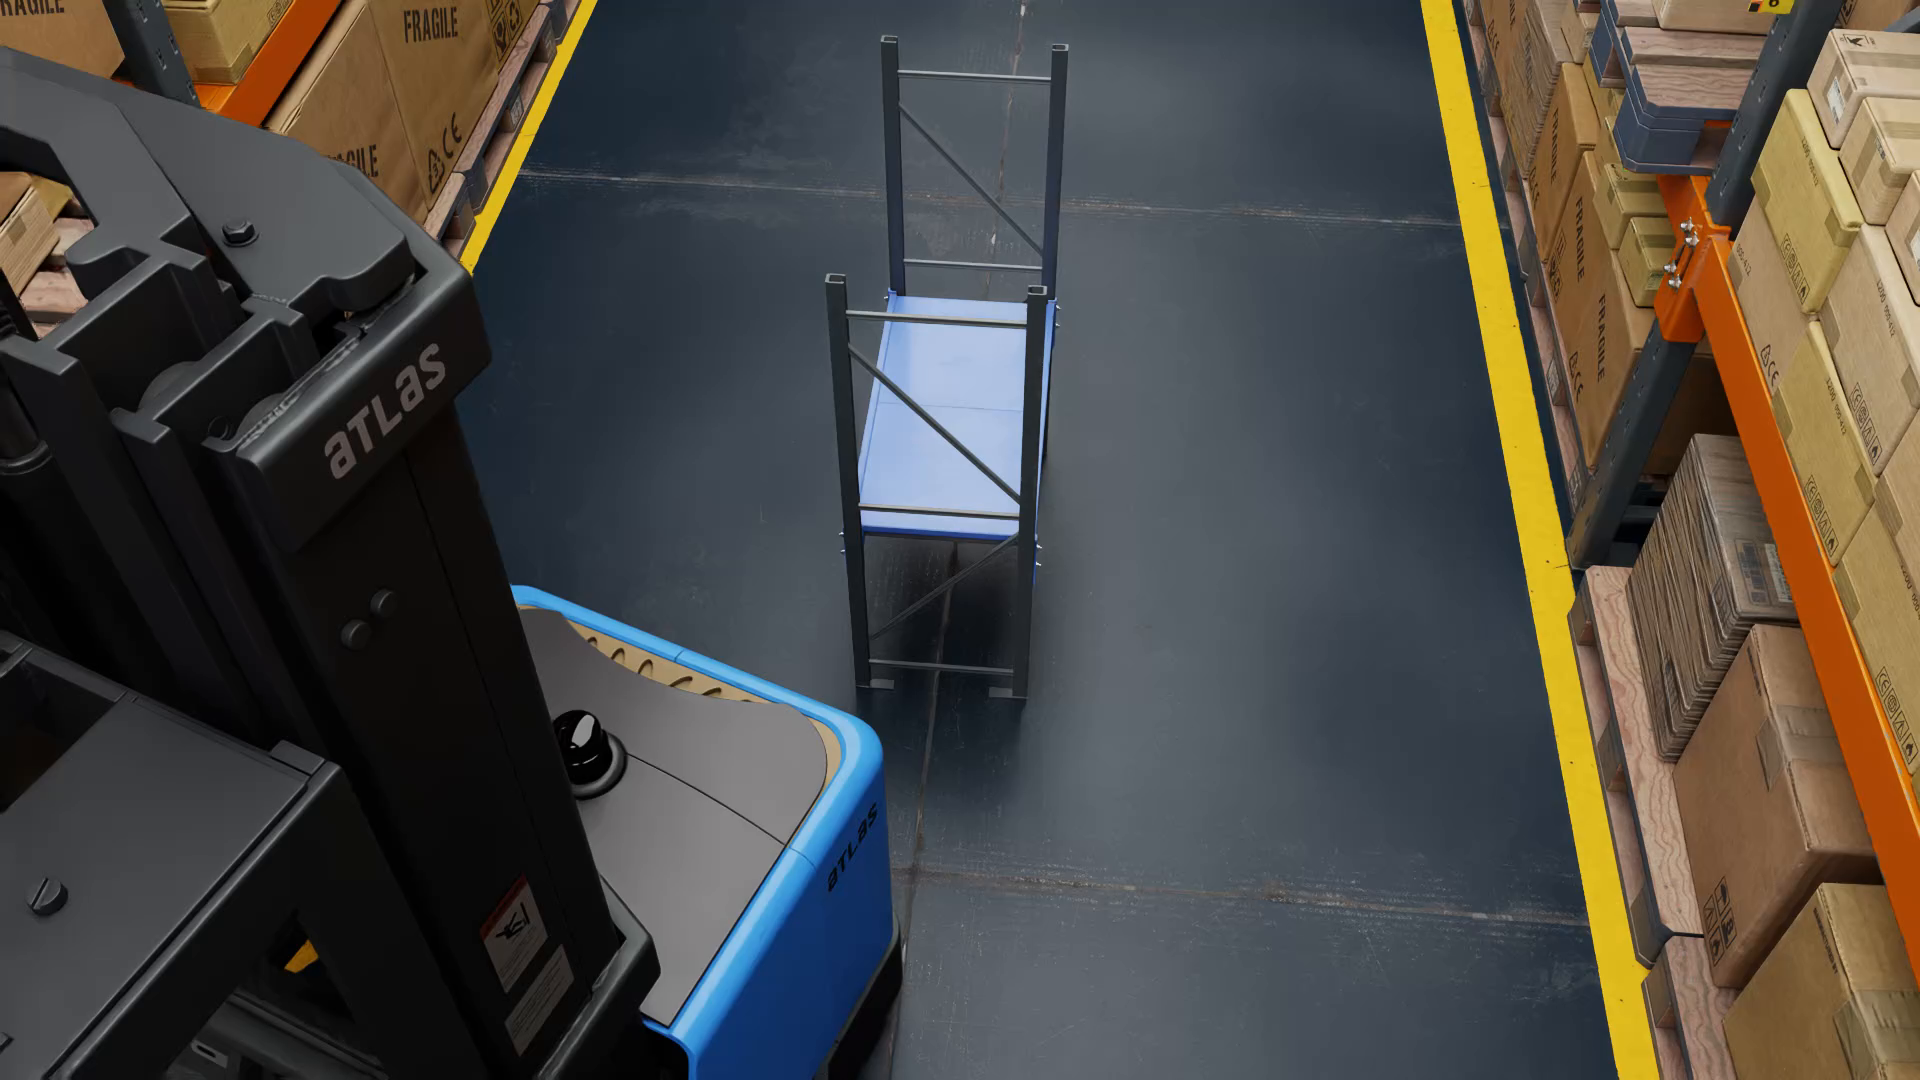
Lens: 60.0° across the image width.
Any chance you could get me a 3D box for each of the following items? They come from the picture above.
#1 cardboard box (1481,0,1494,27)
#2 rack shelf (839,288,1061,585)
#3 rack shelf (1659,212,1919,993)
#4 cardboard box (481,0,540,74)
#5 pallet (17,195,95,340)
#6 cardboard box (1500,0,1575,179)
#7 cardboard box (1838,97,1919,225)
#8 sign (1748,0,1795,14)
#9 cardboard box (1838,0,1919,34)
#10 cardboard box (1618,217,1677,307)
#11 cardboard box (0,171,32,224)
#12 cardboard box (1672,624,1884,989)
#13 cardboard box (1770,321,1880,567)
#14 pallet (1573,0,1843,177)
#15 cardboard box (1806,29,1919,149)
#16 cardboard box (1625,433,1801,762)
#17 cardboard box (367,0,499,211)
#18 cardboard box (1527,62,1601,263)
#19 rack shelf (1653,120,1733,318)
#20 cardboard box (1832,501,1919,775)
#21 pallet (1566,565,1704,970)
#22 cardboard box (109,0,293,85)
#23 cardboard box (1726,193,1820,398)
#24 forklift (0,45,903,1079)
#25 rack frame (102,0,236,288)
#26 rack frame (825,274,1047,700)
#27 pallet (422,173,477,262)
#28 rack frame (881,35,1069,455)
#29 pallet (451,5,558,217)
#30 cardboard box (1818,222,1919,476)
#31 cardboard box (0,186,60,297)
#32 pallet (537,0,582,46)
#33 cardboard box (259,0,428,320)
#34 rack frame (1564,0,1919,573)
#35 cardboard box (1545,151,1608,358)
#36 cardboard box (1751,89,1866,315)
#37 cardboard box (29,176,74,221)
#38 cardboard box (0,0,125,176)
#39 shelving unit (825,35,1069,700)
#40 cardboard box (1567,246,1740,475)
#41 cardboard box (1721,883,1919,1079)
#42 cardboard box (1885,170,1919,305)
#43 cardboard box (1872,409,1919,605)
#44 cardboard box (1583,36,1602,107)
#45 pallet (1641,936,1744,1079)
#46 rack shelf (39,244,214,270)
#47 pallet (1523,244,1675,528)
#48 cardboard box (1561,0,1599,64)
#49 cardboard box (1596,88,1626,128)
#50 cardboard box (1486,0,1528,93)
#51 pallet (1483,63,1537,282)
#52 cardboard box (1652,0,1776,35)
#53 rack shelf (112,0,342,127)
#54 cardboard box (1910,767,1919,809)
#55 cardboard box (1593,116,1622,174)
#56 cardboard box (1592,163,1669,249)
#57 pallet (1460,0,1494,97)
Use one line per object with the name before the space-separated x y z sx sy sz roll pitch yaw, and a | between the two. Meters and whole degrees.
cardboard box | 2.456 -2.430 6.850 0.500 0.500 0.500 3 48 3
rack shelf | -0.008 -0.322 4.772 0.538 0.185 1.000 4 48 4
rack shelf | 2.216 0.787 2.985 1.077 0.370 4.000 4 48 4
cardboard box | -2.232 -2.495 6.655 0.875 0.875 0.875 5 48 5
pallet | -2.504 -0.661 3.952 1.213 0.211 1.003 4 48 4
cardboard box | 2.352 -1.683 6.166 0.500 0.500 0.500 2 48 2
cardboard box | 2.053 -0.767 3.412 0.380 0.149 0.250 5 48 4
sign | 1.857 -1.319 3.693 0.100 0.325 0.005 4 48 4
cardboard box | 2.601 -1.468 4.208 0.500 0.500 0.500 6 48 5
cardboard box | 2.191 -0.822 4.939 0.380 0.149 0.250 2 48 2
cardboard box | -2.346 -0.799 3.394 0.500 0.500 0.500 3 48 3
cardboard box | 2.276 0.673 3.927 0.875 0.625 0.625 5 48 5
cardboard box | 2.064 -0.196 3.498 0.500 0.250 0.500 3 48 3
pallet | 2.390 -1.363 4.594 1.213 0.211 1.003 4 48 4
cardboard box | 2.076 -0.964 3.591 0.380 0.149 0.250 5 48 5
cardboard box | 2.328 0.192 4.366 0.875 0.625 0.625 5 48 5
cardboard box | -2.314 -1.838 6.054 0.875 0.875 0.875 4 48 4
cardboard box | 2.324 -1.300 5.816 0.500 0.500 0.500 6 48 5
rack shelf | 2.580 -2.152 5.673 1.077 0.370 4.000 4 48 4
cardboard box | 2.024 0.183 3.151 0.500 0.250 0.500 2 48 2
pallet | 2.284 0.618 4.542 1.003 0.211 1.213 4 48 4
cardboard box | -2.250 -1.548 4.735 0.500 0.250 0.500 3 48 3
cardboard box | 2.114 -0.565 3.836 0.500 0.250 0.500 4 48 4
forklift | -1.242 0.949 2.396 1.130 2.935 3.031 20 51 17
rack frame | -2.545 -1.256 4.366 1.000 3.000 0.127 4 48 4
rack frame | -0.054 -0.070 4.298 0.500 1.500 0.032 4 48 4
pallet | -2.398 -0.890 5.921 1.003 0.211 1.213 4 48 4
rack frame | 0.039 -0.817 4.981 0.500 1.500 0.032 4 48 4
pallet | -2.285 -1.784 6.738 1.003 0.211 1.213 4 48 4
cardboard box | 2.068 -0.366 3.315 0.500 0.250 0.500 5 48 5
cardboard box | -2.271 -0.667 3.713 0.380 0.149 0.250 4 48 3
pallet | -2.176 -2.683 7.560 1.003 0.211 1.213 4 48 4
cardboard box | -2.400 -1.183 5.455 0.875 0.875 0.875 3 48 3
rack frame | 2.398 -0.925 4.064 1.000 3.000 0.127 4 48 4
cardboard box | 2.279 -0.916 5.464 0.500 0.500 0.500 3 48 3
cardboard box | 2.090 -0.735 3.653 0.500 0.250 0.500 4 48 3
cardboard box | -2.293 -0.855 3.885 0.380 0.149 0.250 5 48 4
cardboard box | -2.310 -1.180 3.742 0.500 0.500 0.500 3 48 2
shelving unit | -0.008 -0.443 4.639 0.538 1.500 1.048 4 48 4
cardboard box | 2.223 -0.549 5.128 0.500 0.500 0.500 5 48 5
cardboard box | 2.215 1.167 3.474 0.875 0.625 0.625 2 48 2
cardboard box | 2.055 -0.577 3.237 0.380 0.149 0.250 5 48 5
cardboard box | 2.002 0.017 2.964 0.500 0.250 0.500 3 48 3
cardboard box | 2.344 -1.590 5.641 0.380 0.149 0.250 3 48 3
pallet | 2.171 1.512 3.724 1.003 0.211 1.213 4 48 4
rack shelf | -2.727 0.456 3.288 1.077 0.370 4.000 4 48 4
pallet | 2.504 -0.530 5.592 1.003 0.211 1.213 4 48 4
cardboard box | 2.340 -1.795 5.829 0.380 0.149 0.250 2 48 2
cardboard box | 2.322 -1.406 5.473 0.380 0.149 0.250 5 48 5
cardboard box | 2.406 -2.064 6.514 0.500 0.500 0.500 3 48 2
pallet | 2.618 -1.424 6.410 1.003 0.211 1.213 4 48 4
cardboard box | 2.076 -1.491 4.466 0.380 0.149 0.250 5 48 4
rack shelf | -2.363 -2.483 5.976 1.077 0.370 4.000 4 48 4
cardboard box | 1.975 0.564 2.803 0.500 0.250 0.500 5 48 5
cardboard box | 2.253 -1.215 5.299 0.380 0.149 0.250 2 48 2
cardboard box | 2.185 -1.025 5.124 0.380 0.149 0.250 2 48 2
pallet | 2.726 -2.323 7.232 1.003 0.211 1.213 4 48 4
